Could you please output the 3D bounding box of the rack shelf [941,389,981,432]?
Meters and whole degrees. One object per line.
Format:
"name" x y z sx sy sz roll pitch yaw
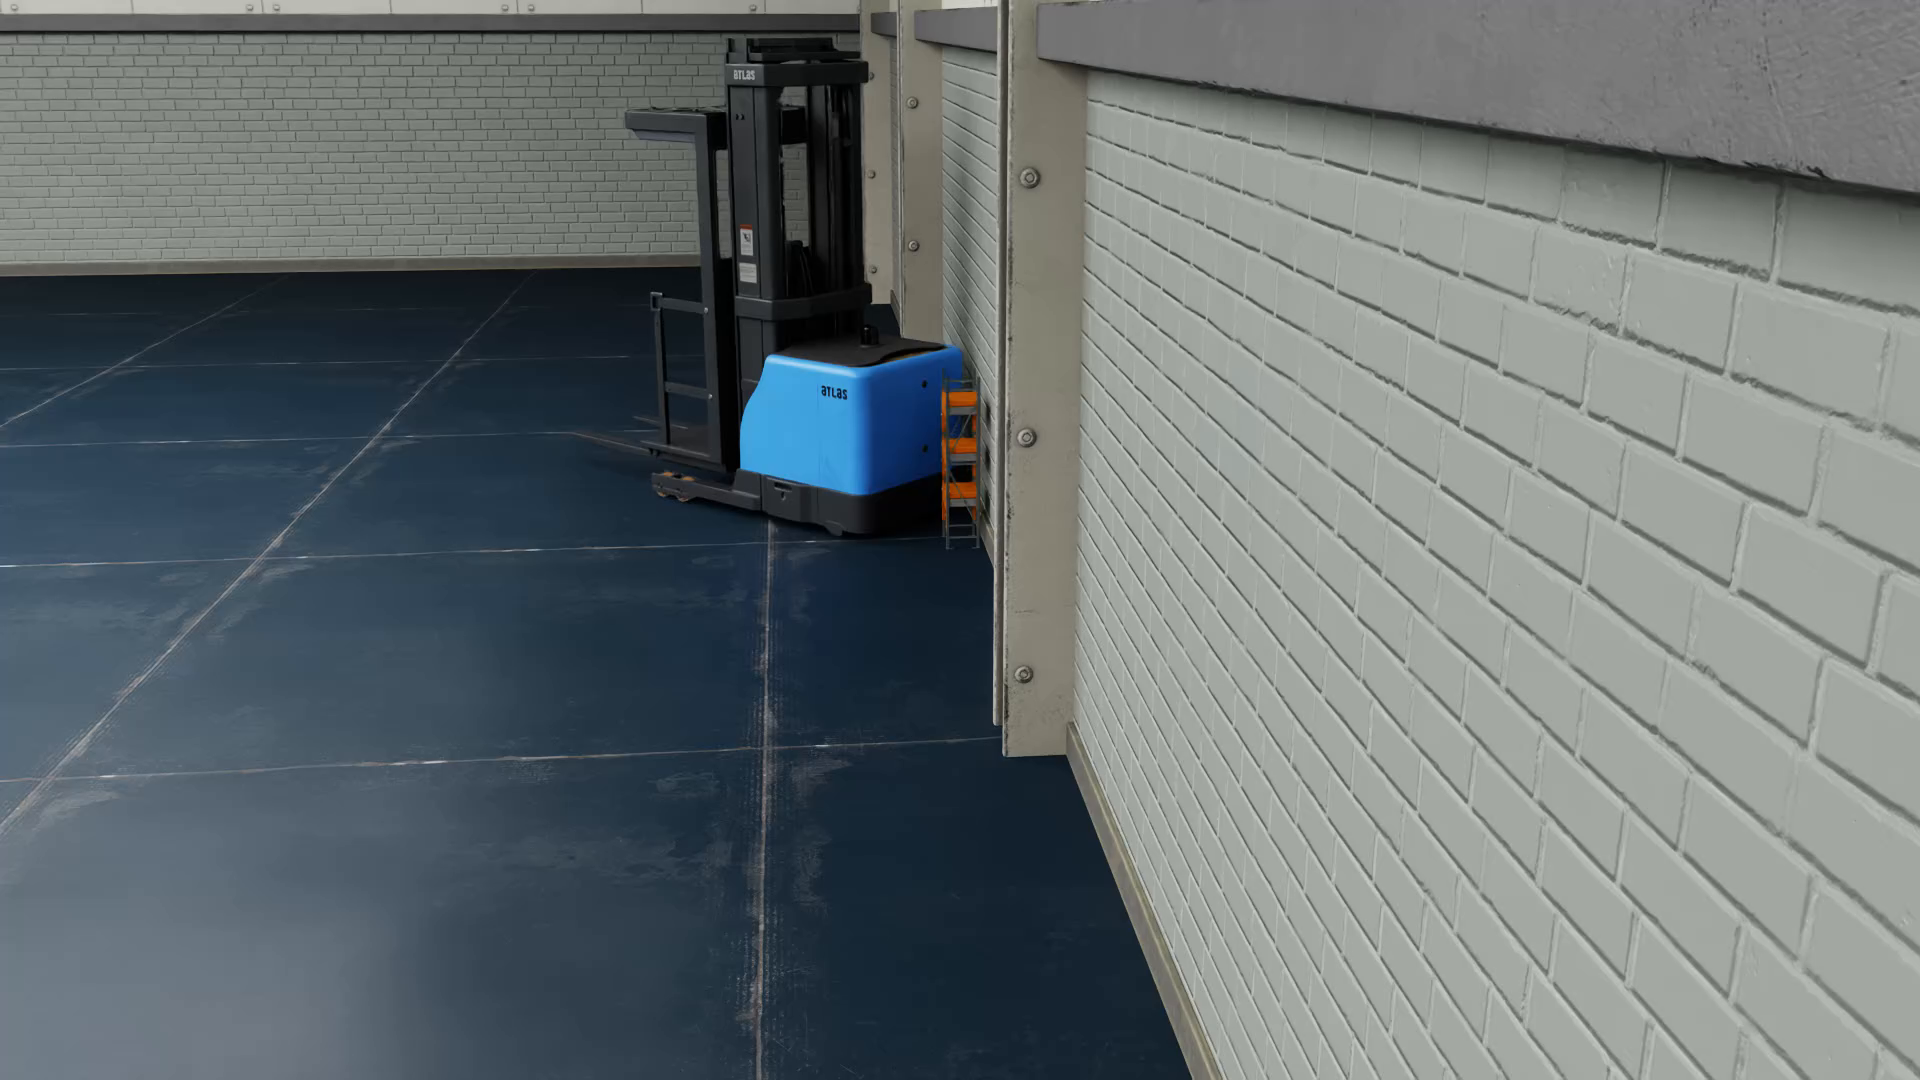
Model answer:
"rack shelf" 0.006 -0.746 9.887 0.215 0.259 0.240 -2 18 -6

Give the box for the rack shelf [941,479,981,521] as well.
"rack shelf" 0.006 -0.210 10.055 0.215 0.259 0.240 -2 18 -6

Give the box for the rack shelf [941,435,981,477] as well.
"rack shelf" 0.006 -0.475 9.972 0.215 0.259 0.240 -2 18 -6

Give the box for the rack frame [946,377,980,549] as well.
"rack frame" 0.018 -0.449 9.853 0.200 1.050 0.008 -2 18 -6

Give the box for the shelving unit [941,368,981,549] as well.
"shelving unit" 0.006 -0.485 9.969 0.215 1.050 0.252 -2 18 -6

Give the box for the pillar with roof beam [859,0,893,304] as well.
"pillar with roof beam" -5.196 -6.861 17.009 9.100 9.000 0.400 -2 18 -6

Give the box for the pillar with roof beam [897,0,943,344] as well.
"pillar with roof beam" -4.577 -5.074 11.315 9.100 9.000 0.400 -2 18 -6

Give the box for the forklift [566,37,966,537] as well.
"forklift" -1.431 -1.758 10.885 3.031 2.935 1.130 13 22 37

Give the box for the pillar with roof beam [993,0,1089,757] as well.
"pillar with roof beam" -3.958 -3.286 5.621 9.100 9.000 0.400 -2 18 -6

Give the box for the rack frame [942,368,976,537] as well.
"rack frame" -0.007 -0.521 10.085 0.200 1.050 0.008 -2 18 -6
